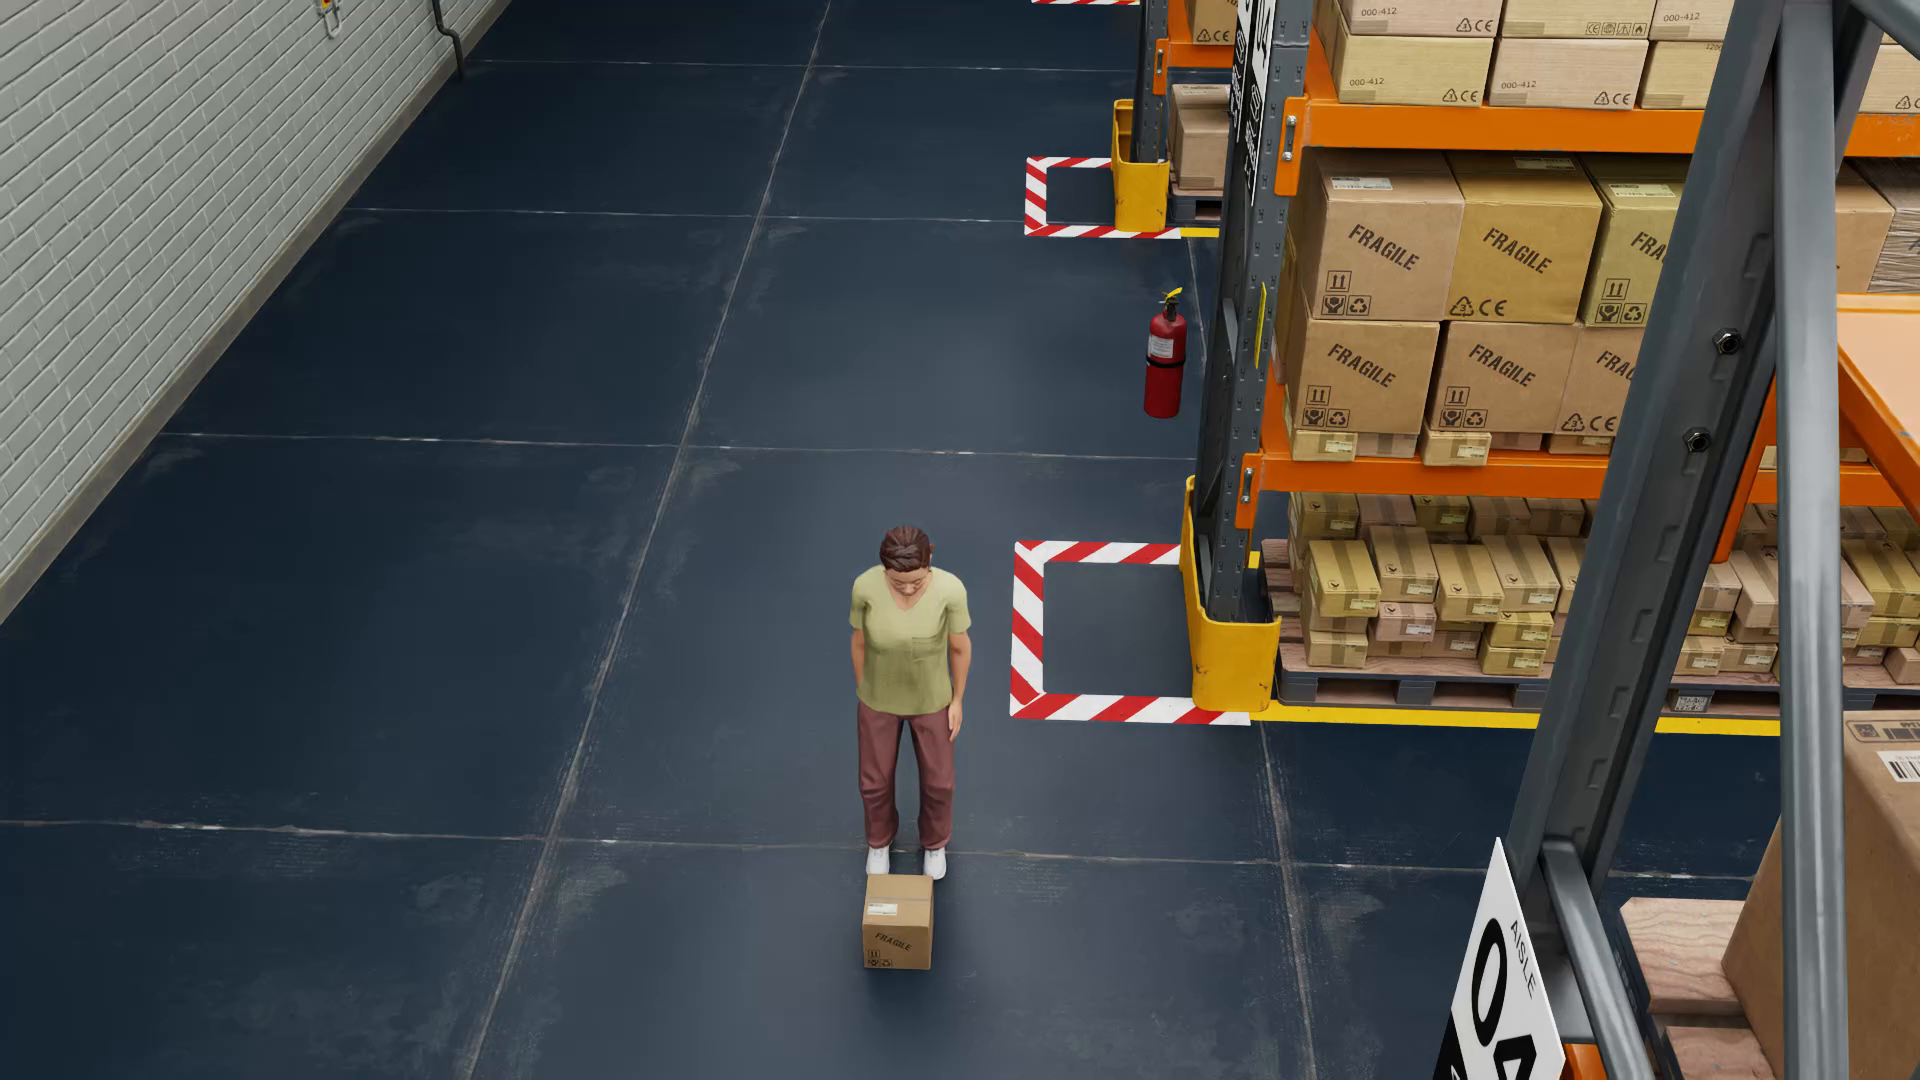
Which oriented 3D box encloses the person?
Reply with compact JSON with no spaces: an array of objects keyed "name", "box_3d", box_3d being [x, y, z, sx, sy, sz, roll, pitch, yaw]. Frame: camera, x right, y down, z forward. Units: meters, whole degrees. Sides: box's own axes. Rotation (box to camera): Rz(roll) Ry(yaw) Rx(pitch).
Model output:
[{"name":"person","box_3d":[-0.186,0.605,6.298,0.455,1.664,0.355,2,36,3]}]
